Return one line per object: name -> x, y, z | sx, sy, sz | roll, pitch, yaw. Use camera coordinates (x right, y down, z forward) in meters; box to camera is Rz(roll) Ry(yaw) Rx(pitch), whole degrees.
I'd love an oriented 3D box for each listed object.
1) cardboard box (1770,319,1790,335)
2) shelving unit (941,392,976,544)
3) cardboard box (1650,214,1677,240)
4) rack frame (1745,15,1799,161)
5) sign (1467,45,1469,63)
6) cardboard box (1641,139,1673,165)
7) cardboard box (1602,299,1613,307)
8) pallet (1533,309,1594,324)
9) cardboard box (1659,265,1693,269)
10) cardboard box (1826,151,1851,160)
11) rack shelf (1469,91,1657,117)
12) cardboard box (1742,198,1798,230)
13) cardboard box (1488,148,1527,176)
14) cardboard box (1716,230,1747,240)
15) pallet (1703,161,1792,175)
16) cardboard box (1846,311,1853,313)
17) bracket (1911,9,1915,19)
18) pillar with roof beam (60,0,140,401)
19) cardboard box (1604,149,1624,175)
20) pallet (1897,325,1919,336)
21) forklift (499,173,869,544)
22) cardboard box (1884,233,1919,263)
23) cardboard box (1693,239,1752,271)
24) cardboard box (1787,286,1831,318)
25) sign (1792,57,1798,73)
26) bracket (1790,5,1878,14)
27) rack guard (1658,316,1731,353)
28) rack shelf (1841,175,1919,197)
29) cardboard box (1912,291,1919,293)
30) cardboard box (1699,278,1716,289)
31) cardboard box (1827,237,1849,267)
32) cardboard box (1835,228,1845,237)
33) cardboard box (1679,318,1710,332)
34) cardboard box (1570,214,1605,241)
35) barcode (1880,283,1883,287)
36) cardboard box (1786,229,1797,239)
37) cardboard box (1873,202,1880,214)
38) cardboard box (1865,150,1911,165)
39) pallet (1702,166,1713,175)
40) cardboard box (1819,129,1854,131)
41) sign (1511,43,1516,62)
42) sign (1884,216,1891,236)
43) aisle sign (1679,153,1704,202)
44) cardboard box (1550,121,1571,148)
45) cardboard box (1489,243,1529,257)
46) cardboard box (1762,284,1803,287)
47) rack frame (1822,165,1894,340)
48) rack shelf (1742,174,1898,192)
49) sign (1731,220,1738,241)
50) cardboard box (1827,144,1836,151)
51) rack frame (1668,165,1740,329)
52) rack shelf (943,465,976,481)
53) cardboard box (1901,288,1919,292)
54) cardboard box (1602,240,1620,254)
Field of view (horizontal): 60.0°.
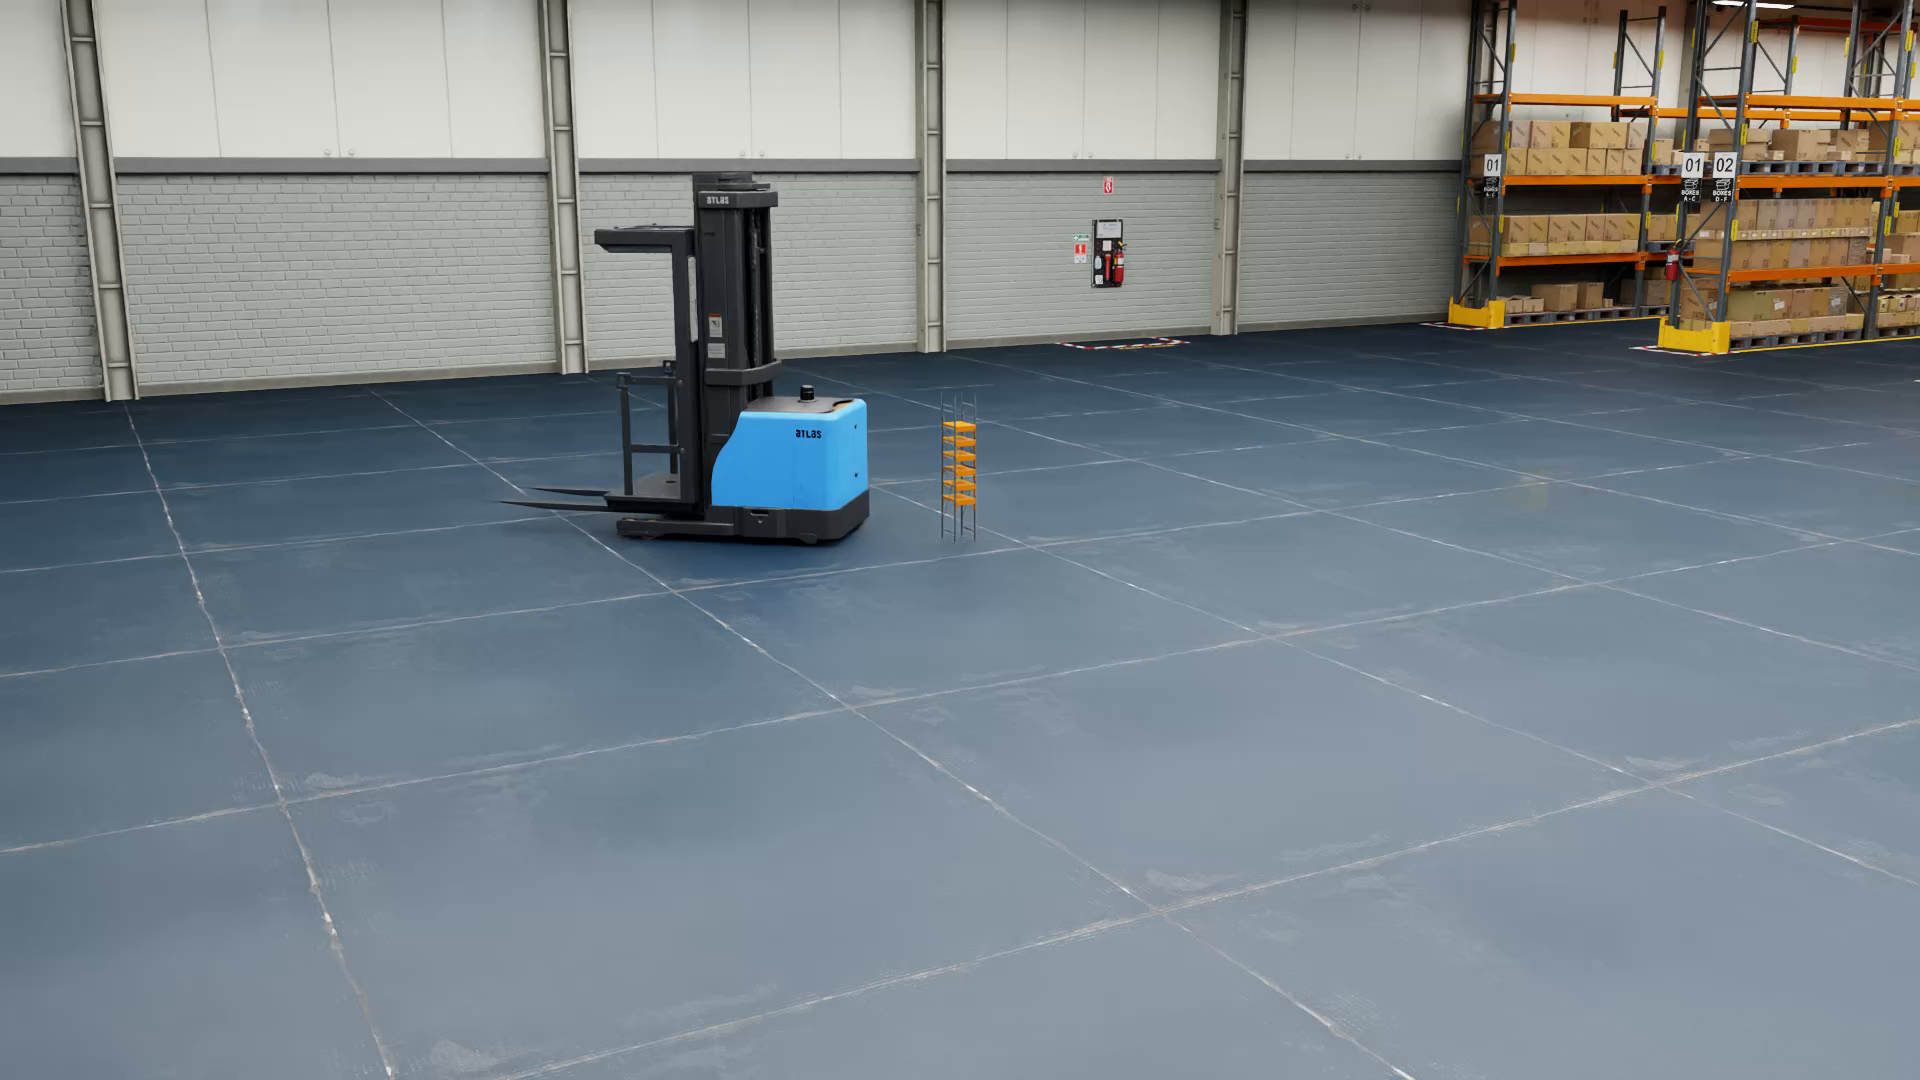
cardboard box -> 13.692, -3.629, 28.209 | 0.500, 0.250, 0.500 | -7, 14, -28
shelving unit -> -0.013, -0.584, 13.471 | 0.189, 1.200, 0.258 | -7, 14, -28
cardboard box -> 14.330, -6.389, 33.937 | 0.500, 0.500, 0.700 | -5, 14, -22
rack frame -> 16.883, -9.369, 34.744 | 0.127, 3.000, 1.000 | -7, 14, -28
sign -> 9.613, -9.169, 31.369 | 0.005, 0.325, 0.100 | -7, 14, -28
cardboard box -> 13.891, -7.781, 33.334 | 0.500, 0.500, 0.500 | -5, 13, -20
cardboard box -> 12.917, -4.792, 33.520 | 0.250, 0.166, 0.380 | -9, 16, -35
pallet -> 11.728, -4.454, 32.921 | 1.213, 0.211, 1.003 | -7, 14, -28
cardboard box -> 14.850, -5.565, 34.490 | 0.500, 0.250, 0.500 | -7, 15, -29
cardboard box -> 14.822, -6.502, 28.132 | 0.250, 0.149, 0.380 | -7, 14, -28
rack shelf -> 11.617, -8.385, 32.019 | 4.000, 0.370, 1.077 | -7, 14, -28
cardboard box -> 13.602, -5.490, 27.988 | 0.500, 0.500, 0.700 | -7, 14, -28
cardboard box -> 10.275, -7.109, 31.263 | 0.500, 0.500, 0.500 | -6, 14, -26
cardboard box -> 12.686, -5.011, 27.340 | 0.250, 0.149, 0.380 | -7, 14, -28
pallet -> 12.871, -6.136, 27.412 | 1.213, 0.211, 1.003 | -7, 14, -28
cardboard box -> 15.974, -4.030, 29.991 | 0.500, 0.250, 0.500 | -7, 14, -28
bracket -> 21.129, -11.761, 37.177 | 0.430, 0.232, 0.235 | -7, 14, -28
pillar with roof beam -> -8.941, -5.413, 17.167 | 0.400, 9.000, 9.100 | -7, 14, -28
cardboard box -> 12.598, -7.392, 32.517 | 0.500, 0.500, 0.500 | -8, 15, -33
pallet -> 17.449, -3.921, 30.551 | 1.213, 0.211, 1.003 | -7, 14, -28
forklift -> -2.344, -1.540, 13.777 | 3.031, 2.935, 1.130 | 3, 13, 12
cardboard box -> 16.894, -5.249, 29.873 | 0.500, 0.500, 0.500 | -6, 14, -24
cardboard box -> 12.654, -4.742, 27.619 | 0.500, 0.500, 0.700 | -7, 14, -28
cardboard box -> 14.565, -4.102, 28.602 | 0.500, 0.500, 0.500 | -7, 14, -28
sign -> 17.152, -9.760, 34.173 | 0.005, 0.325, 0.100 | -7, 14, -28
bracket -> 18.124, -11.401, 35.576 | 4.783, 0.066, 0.076 | -7, 14, -28
rack guard -> 12.217, -3.424, 27.686 | 0.348, 0.500, 1.175 | -7, 14, -28
rack shelf -> 17.505, -6.390, 29.977 | 4.000, 0.370, 1.077 | -7, 14, -28
cardboard box -> 17.580, -4.362, 30.187 | 0.500, 0.311, 0.500 | -6, 14, -26
cardboard box -> 15.346, -5.262, 34.850 | 0.500, 0.500, 0.700 | -7, 14, -28
cardboard box -> 14.903, -5.011, 28.817 | 0.500, 0.500, 0.700 | -7, 14, -28
cardboard box -> 14.937, -5.281, 28.538 | 0.250, 0.149, 0.380 | -7, 14, -28
cardboard box -> 12.567, -3.623, 28.182 | 0.500, 0.250, 0.500 | -7, 14, -28
cardboard box -> 12.223, -6.110, 32.515 | 0.500, 0.500, 0.500 | -7, 15, -29
barcode -> 16.173, -4.477, 29.176 | 0.075, 0.075, 0.001 | -7, 14, -28
cardboard box -> 13.815, -5.147, 27.943 | 0.250, 0.149, 0.380 | -7, 14, -29
cardboard box -> 20.107, -7.334, 36.707 | 0.500, 0.250, 0.500 | -6, 14, -26
cardboard box -> 16.295, -6.725, 29.214 | 0.500, 0.250, 0.500 | -5, 14, -22
pallet -> 14.874, -7.547, 33.909 | 1.003, 0.211, 1.213 | -7, 14, -28
cardboard box -> 19.082, -8.827, 36.232 | 0.500, 0.250, 0.500 | -7, 15, -30
sign -> 10.121, -8.917, 30.428 | 0.005, 0.325, 0.100 | -7, 14, -28
sign -> 16.017, -5.421, 28.714 | 0.005, 0.325, 0.100 | -7, 14, -28
aisle sign -> 12.040, -5.964, 27.358 | 0.004, 0.787, 0.394 | -7, 14, -28
cardboard box -> 11.225, -7.703, 31.623 | 0.500, 0.500, 0.500 | -6, 14, -26
cardboard box -> 10.442, -5.527, 31.634 | 0.500, 0.250, 0.500 | -7, 15, -29
cardboard box -> 14.315, -4.203, 29.050 | 0.500, 0.500, 0.500 | -7, 14, -28
rack frame -> 15.749, -5.067, 29.293 | 0.127, 3.000, 1.000 | -7, 14, -28
rack shelf -> 18.639, -7.765, 36.087 | 4.000, 0.370, 1.077 | -7, 14, -28
sign -> 12.499, -5.000, 26.841 | 0.005, 0.325, 0.100 | -7, 14, -28
cardboard box -> 14.707, -6.701, 28.650 | 0.500, 0.311, 0.500 | -8, 15, -31
rack frame -> 12.238, -4.646, 27.423 | 0.127, 3.000, 1.000 | -7, 14, -28
rack shelf -> -0.013, -0.540, 13.480 | 0.180, 0.103, 0.258 | -7, 14, -28
cardboard box -> 17.754, -4.516, 30.874 | 0.500, 0.311, 0.500 | -7, 15, -29
cardboard box -> 12.661, -5.799, 32.840 | 0.500, 0.250, 0.500 | -7, 14, -28
